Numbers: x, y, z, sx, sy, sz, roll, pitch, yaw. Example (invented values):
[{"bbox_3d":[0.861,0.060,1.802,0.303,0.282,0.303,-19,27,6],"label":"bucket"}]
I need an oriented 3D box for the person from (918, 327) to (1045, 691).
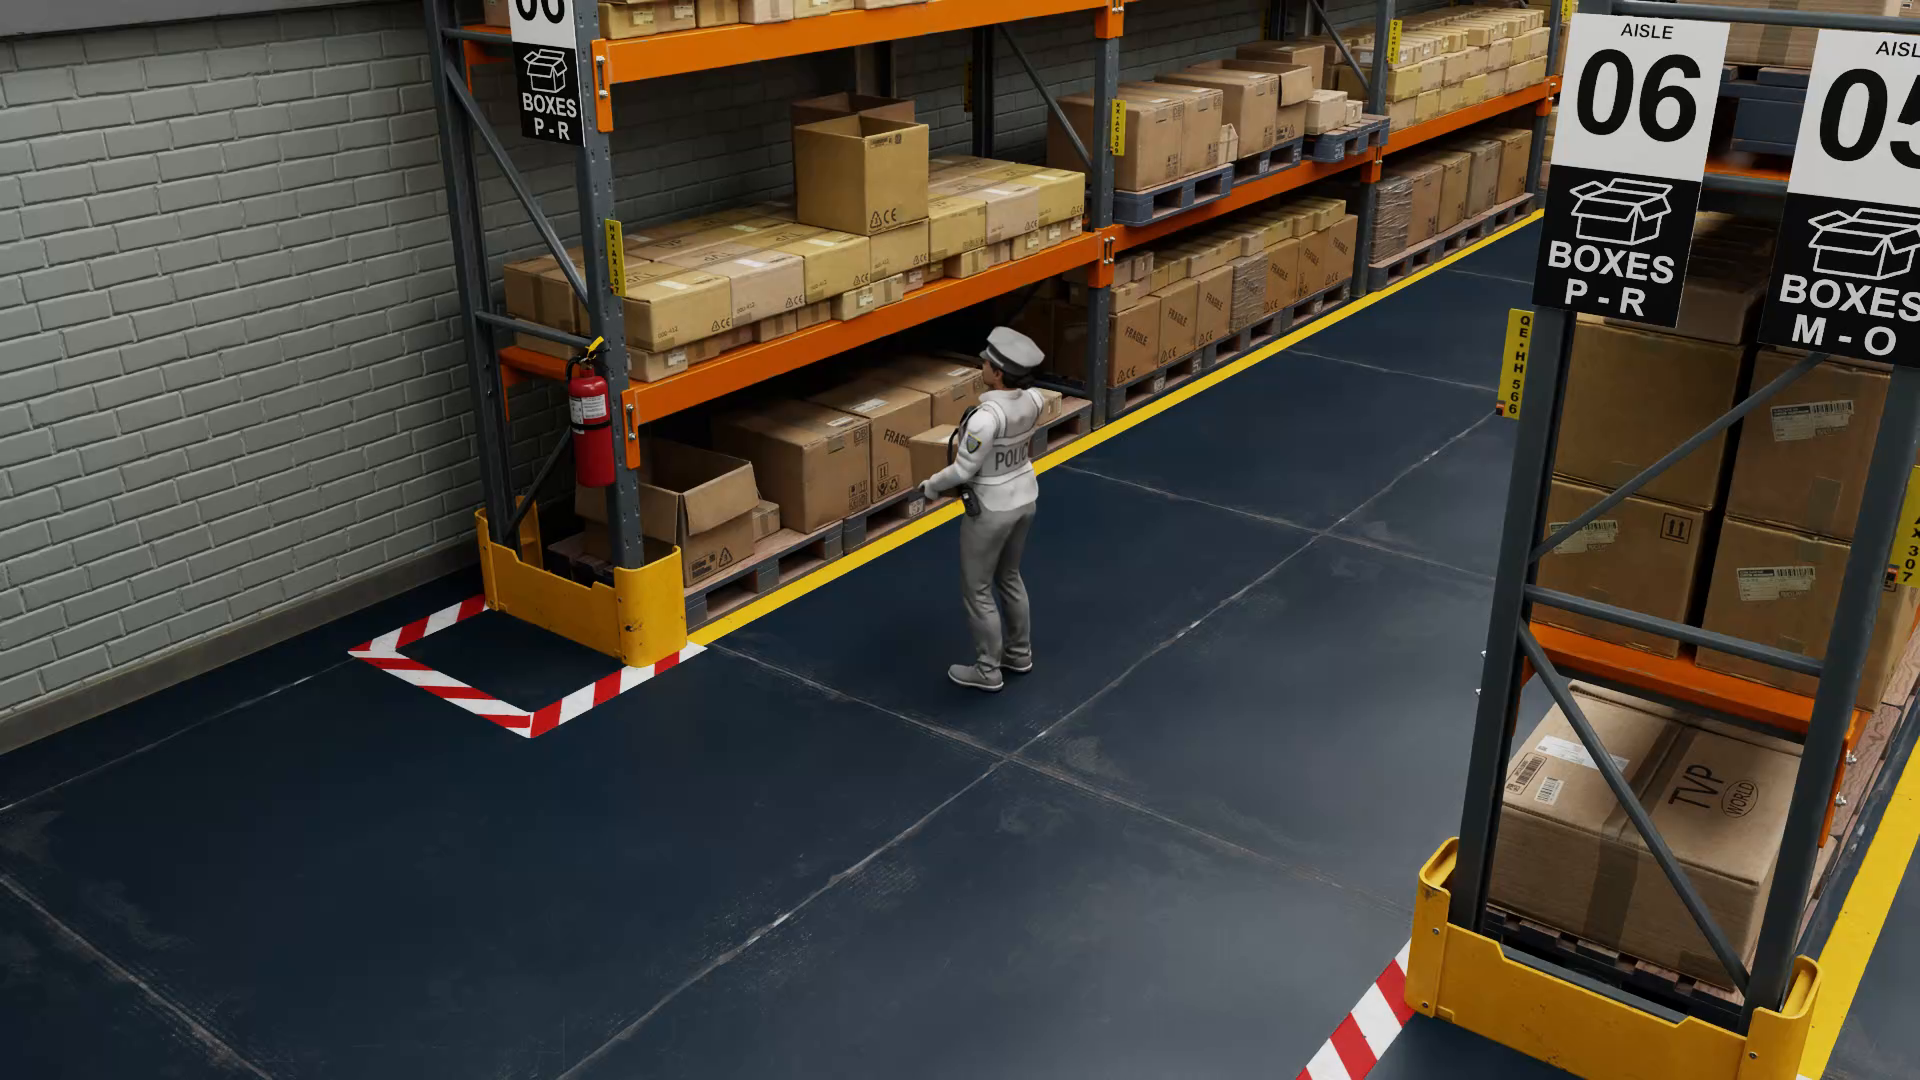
[{"bbox_3d":[0.111,-0.153,7.417,0.556,1.686,0.459,17,29,34],"label":"person"}]
